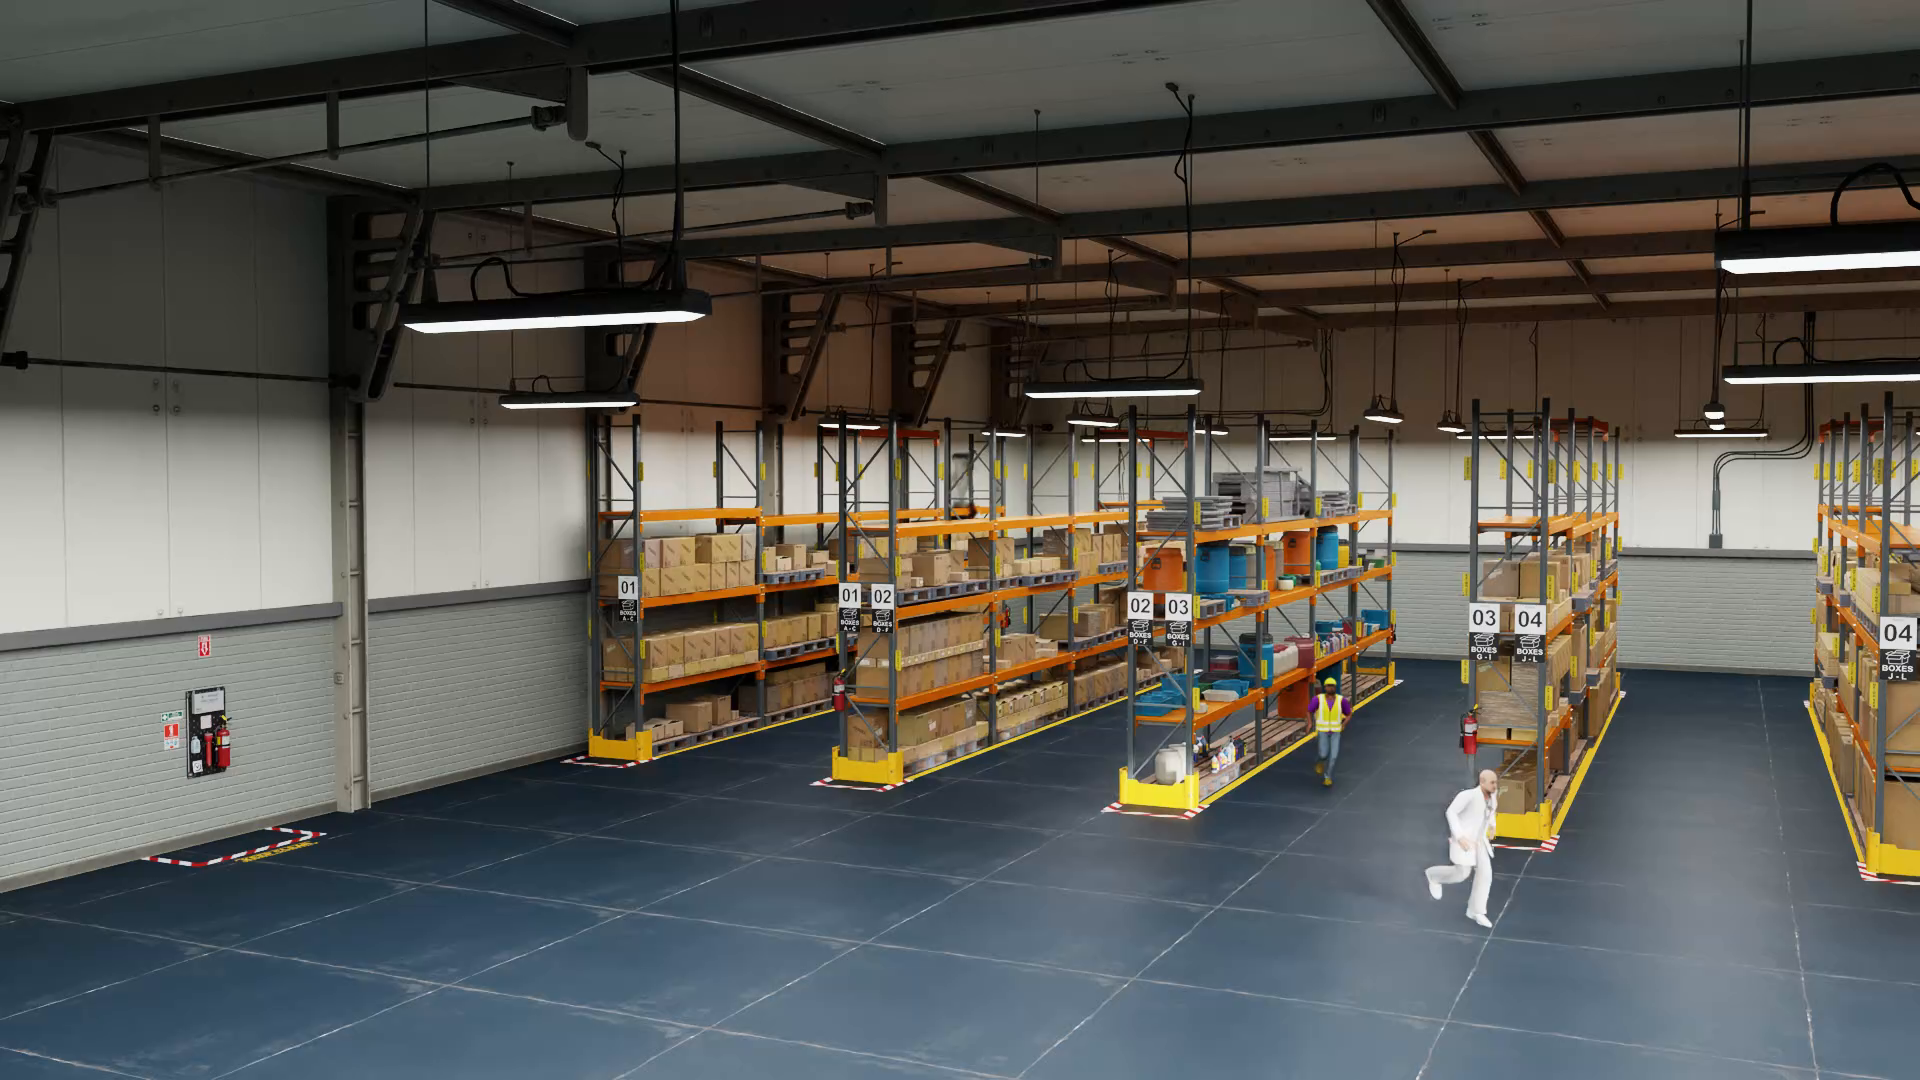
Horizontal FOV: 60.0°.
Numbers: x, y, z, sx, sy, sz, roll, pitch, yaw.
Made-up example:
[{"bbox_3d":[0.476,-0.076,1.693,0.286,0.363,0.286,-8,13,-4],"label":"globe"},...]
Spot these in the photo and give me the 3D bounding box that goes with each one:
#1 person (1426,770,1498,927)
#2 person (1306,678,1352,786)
[{"bbox_3d":[5.655,3.398,18.712,0.722,1.739,0.977,-2,3,-35],"label":"person"},{"bbox_3d":[5.908,3.055,26.597,0.717,1.717,0.591,0,2,7],"label":"person"}]
